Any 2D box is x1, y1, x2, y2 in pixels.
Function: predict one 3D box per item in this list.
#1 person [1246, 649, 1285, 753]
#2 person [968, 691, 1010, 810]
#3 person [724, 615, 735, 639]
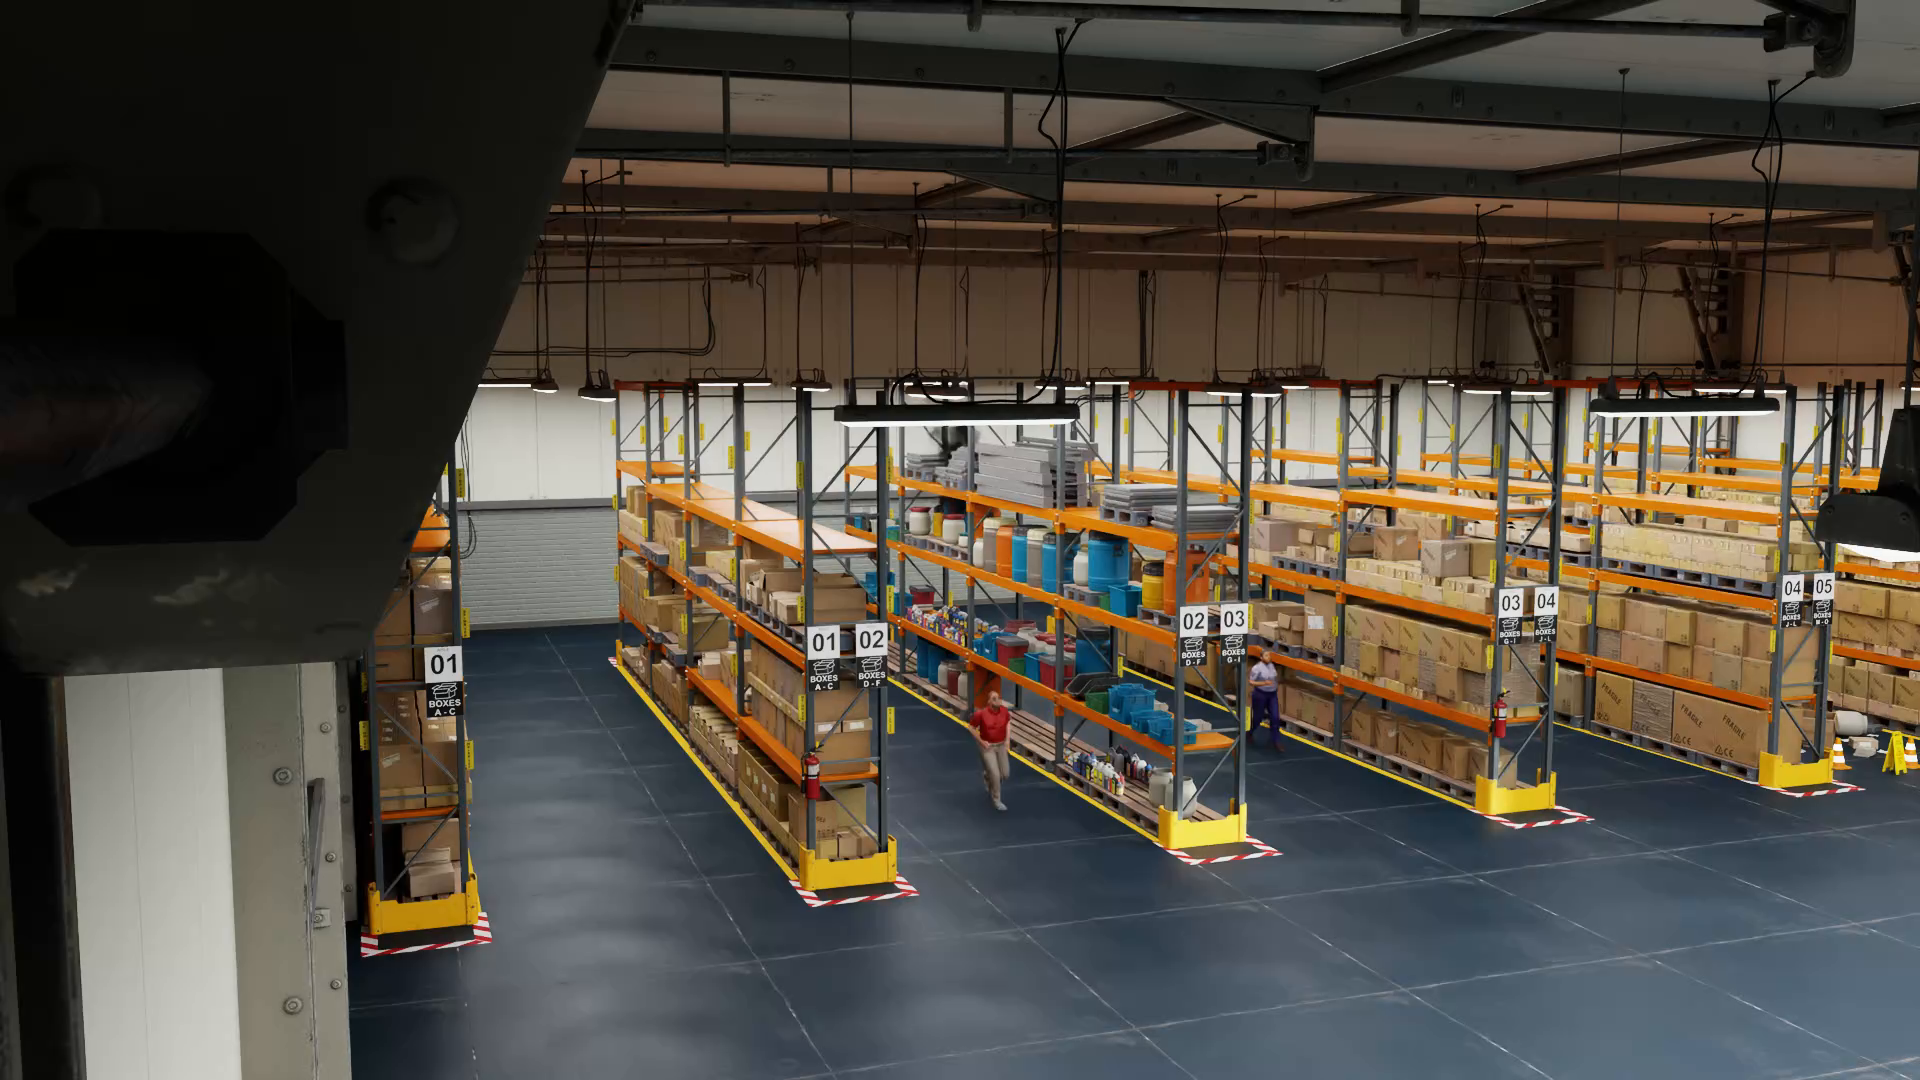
[{"bbox_3d":[5.005,2.599,27.282,0.602,1.645,0.913,-3,7,-23],"label":"person"},{"bbox_3d":[0.441,2.988,23.835,0.684,1.696,0.623,-3,7,-27],"label":"person"},{"bbox_3d":[-5.015,1.728,35.788,0.886,1.668,0.633,6,8,44],"label":"person"}]
